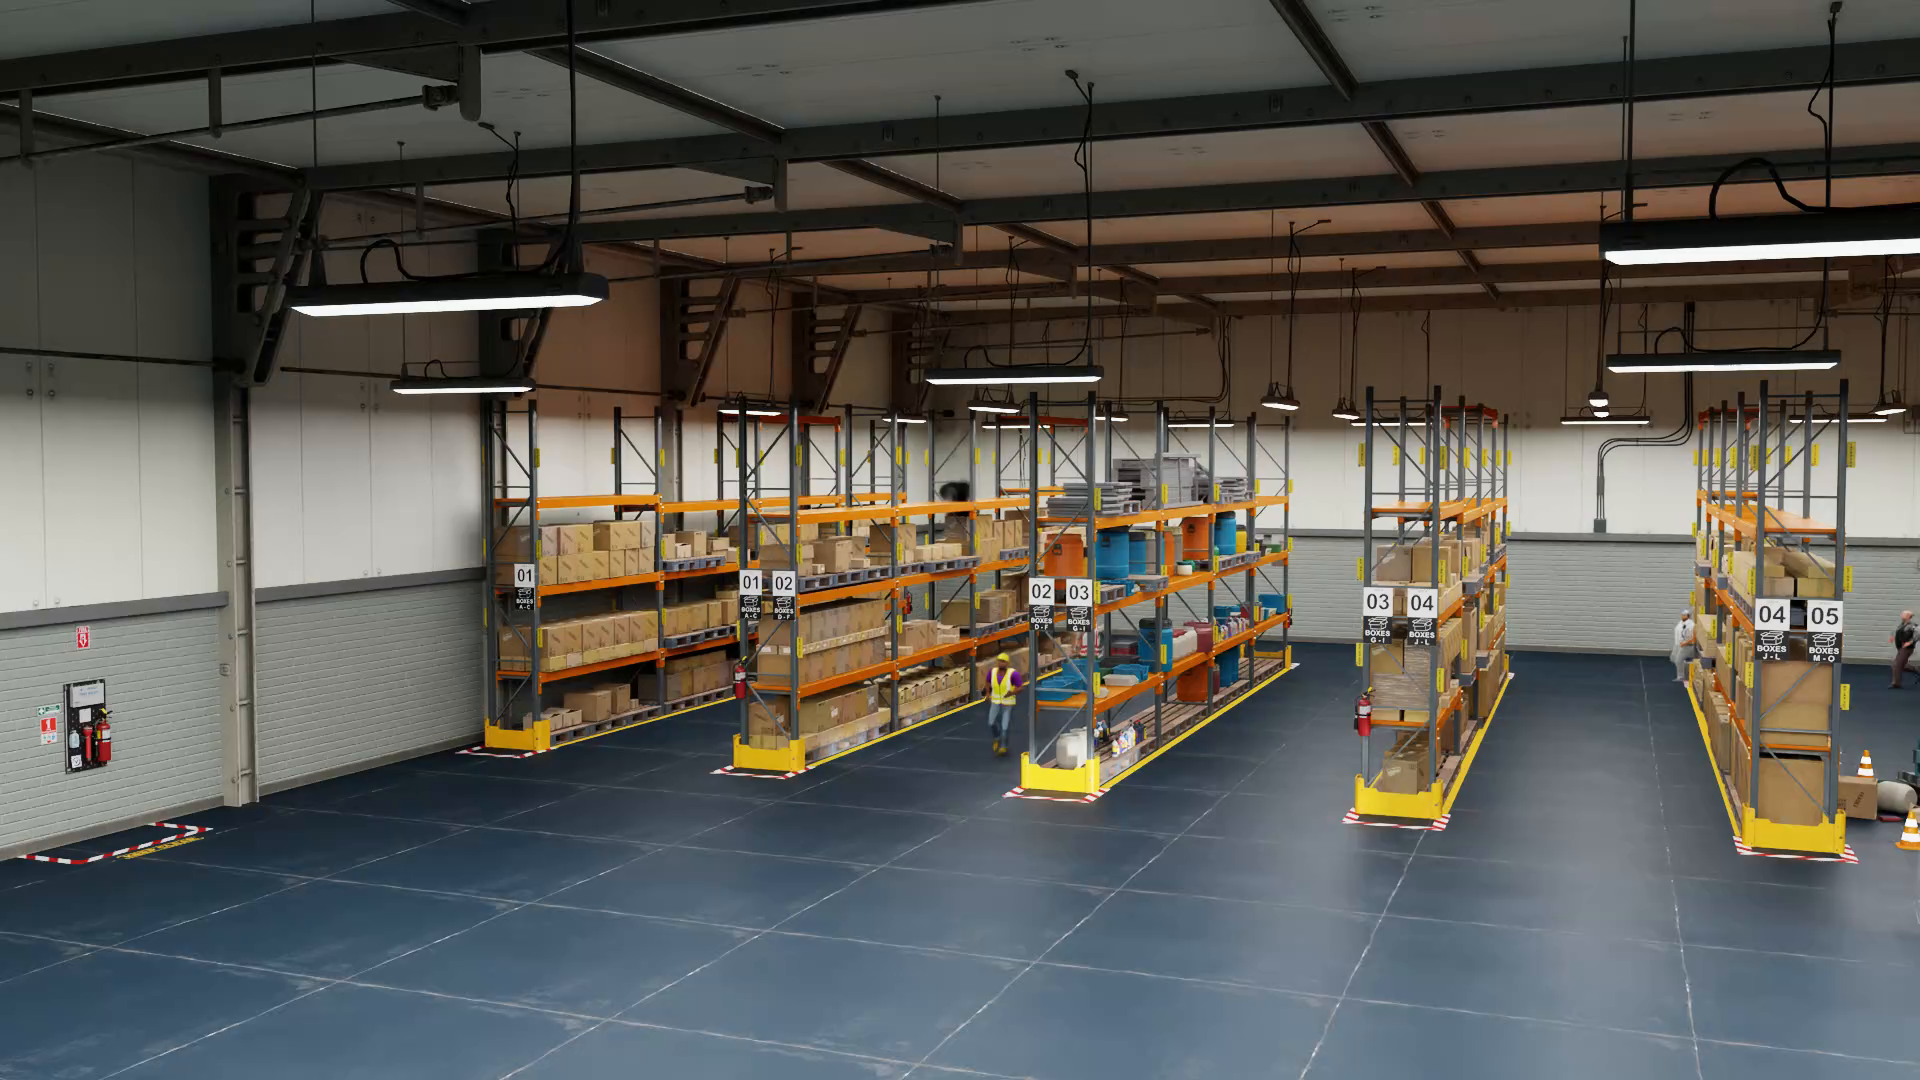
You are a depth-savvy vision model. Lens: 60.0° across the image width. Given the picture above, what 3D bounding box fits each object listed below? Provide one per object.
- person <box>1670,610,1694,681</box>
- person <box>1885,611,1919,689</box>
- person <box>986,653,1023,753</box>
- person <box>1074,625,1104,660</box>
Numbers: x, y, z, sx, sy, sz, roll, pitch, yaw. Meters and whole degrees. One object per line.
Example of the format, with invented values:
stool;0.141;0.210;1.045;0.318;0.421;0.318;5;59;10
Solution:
person;16.309;2.378;37.331;0.557;1.648;0.623;-1;3;-18
person;20.522;2.386;36.023;0.864;1.719;0.662;1;3;14
person;0.708;2.753;27.928;0.695;1.712;0.645;1;3;17
person;2.541;2.260;32.349;0.669;1.758;0.826;1;3;23
